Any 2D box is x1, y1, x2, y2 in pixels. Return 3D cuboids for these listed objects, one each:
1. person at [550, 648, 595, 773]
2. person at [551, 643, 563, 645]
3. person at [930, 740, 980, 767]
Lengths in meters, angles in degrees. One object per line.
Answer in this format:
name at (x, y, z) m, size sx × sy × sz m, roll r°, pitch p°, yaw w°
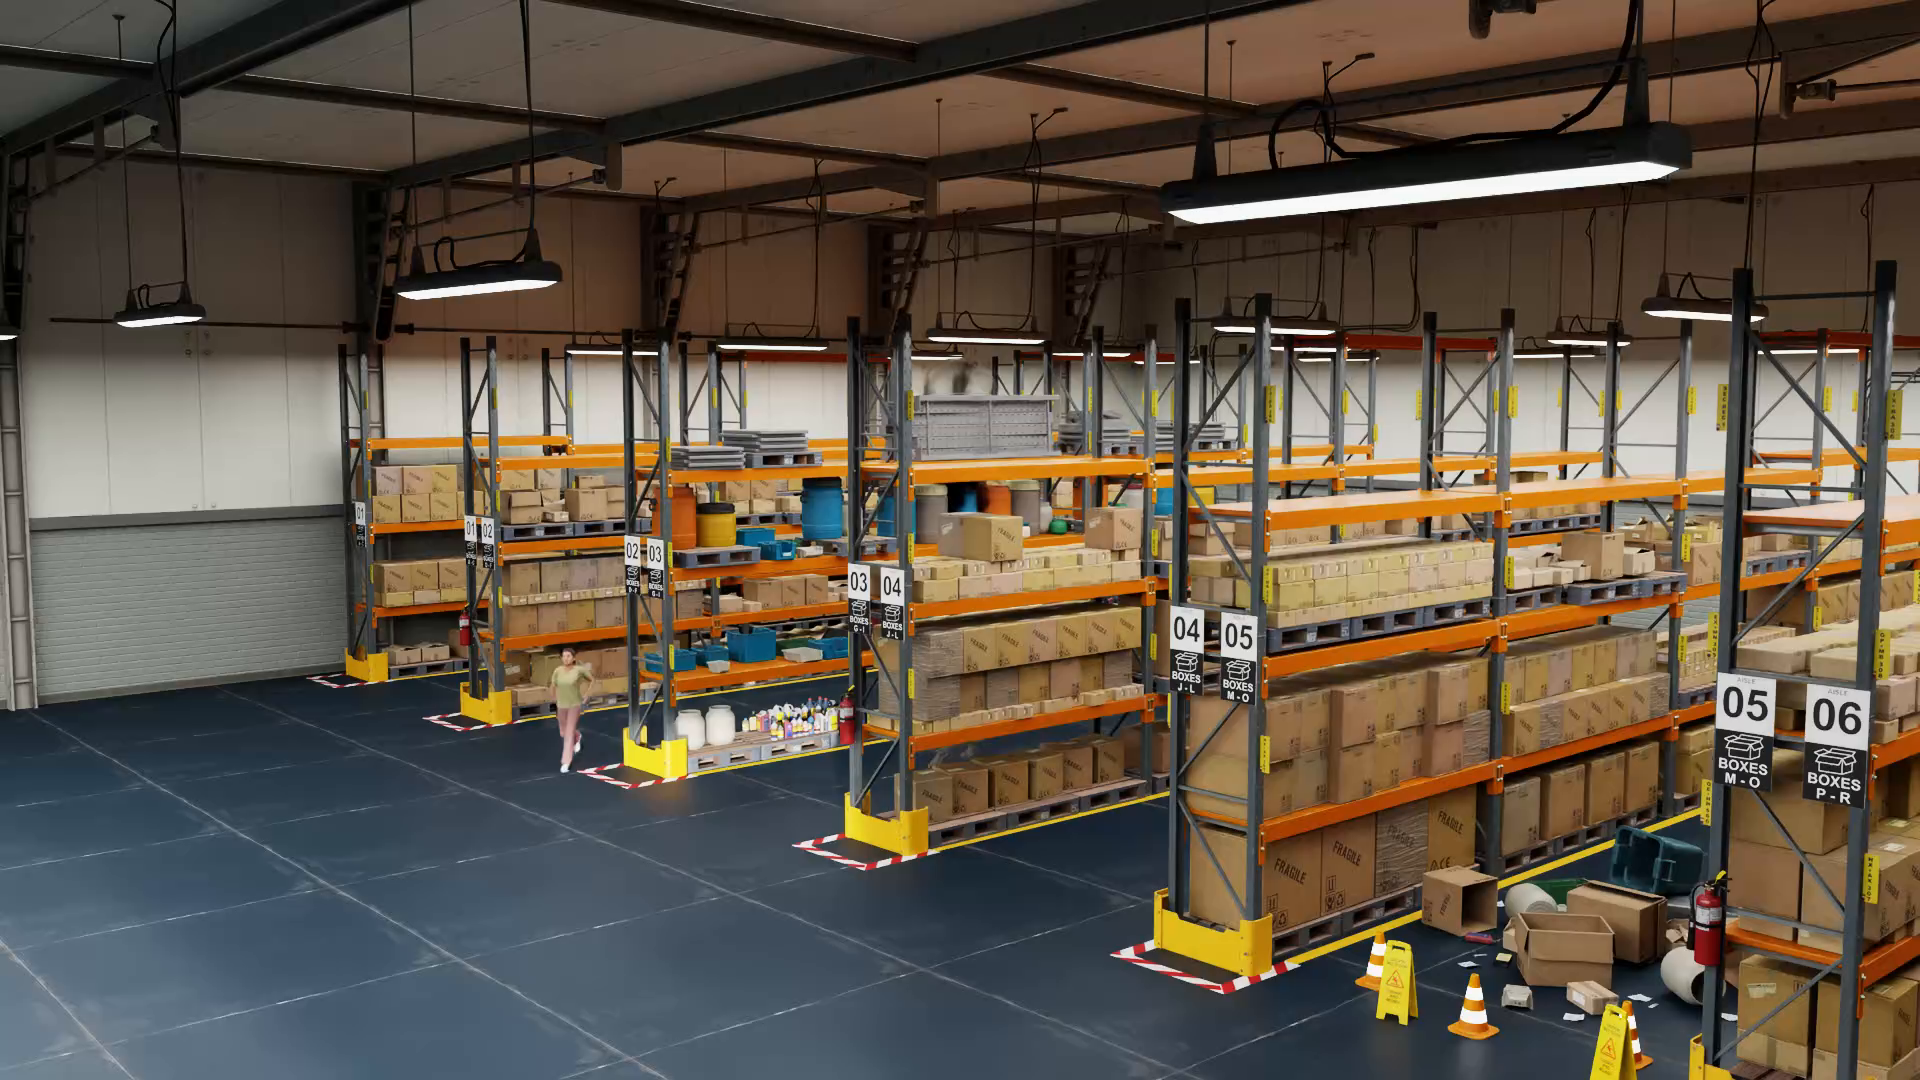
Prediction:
person at (-5.356, 2.311, 22.925) m, size 0.586 × 1.682 × 0.852 m, roll 1°, pitch 5°, yaw 6°
person at (-6.954, 1.735, 28.676) m, size 0.737 × 1.727 × 0.582 m, roll 5°, pitch 7°, yaw 44°
person at (-0.054, 2.084, 21.928) m, size 0.705 × 1.795 × 0.560 m, roll -3°, pitch 6°, yaw -33°
